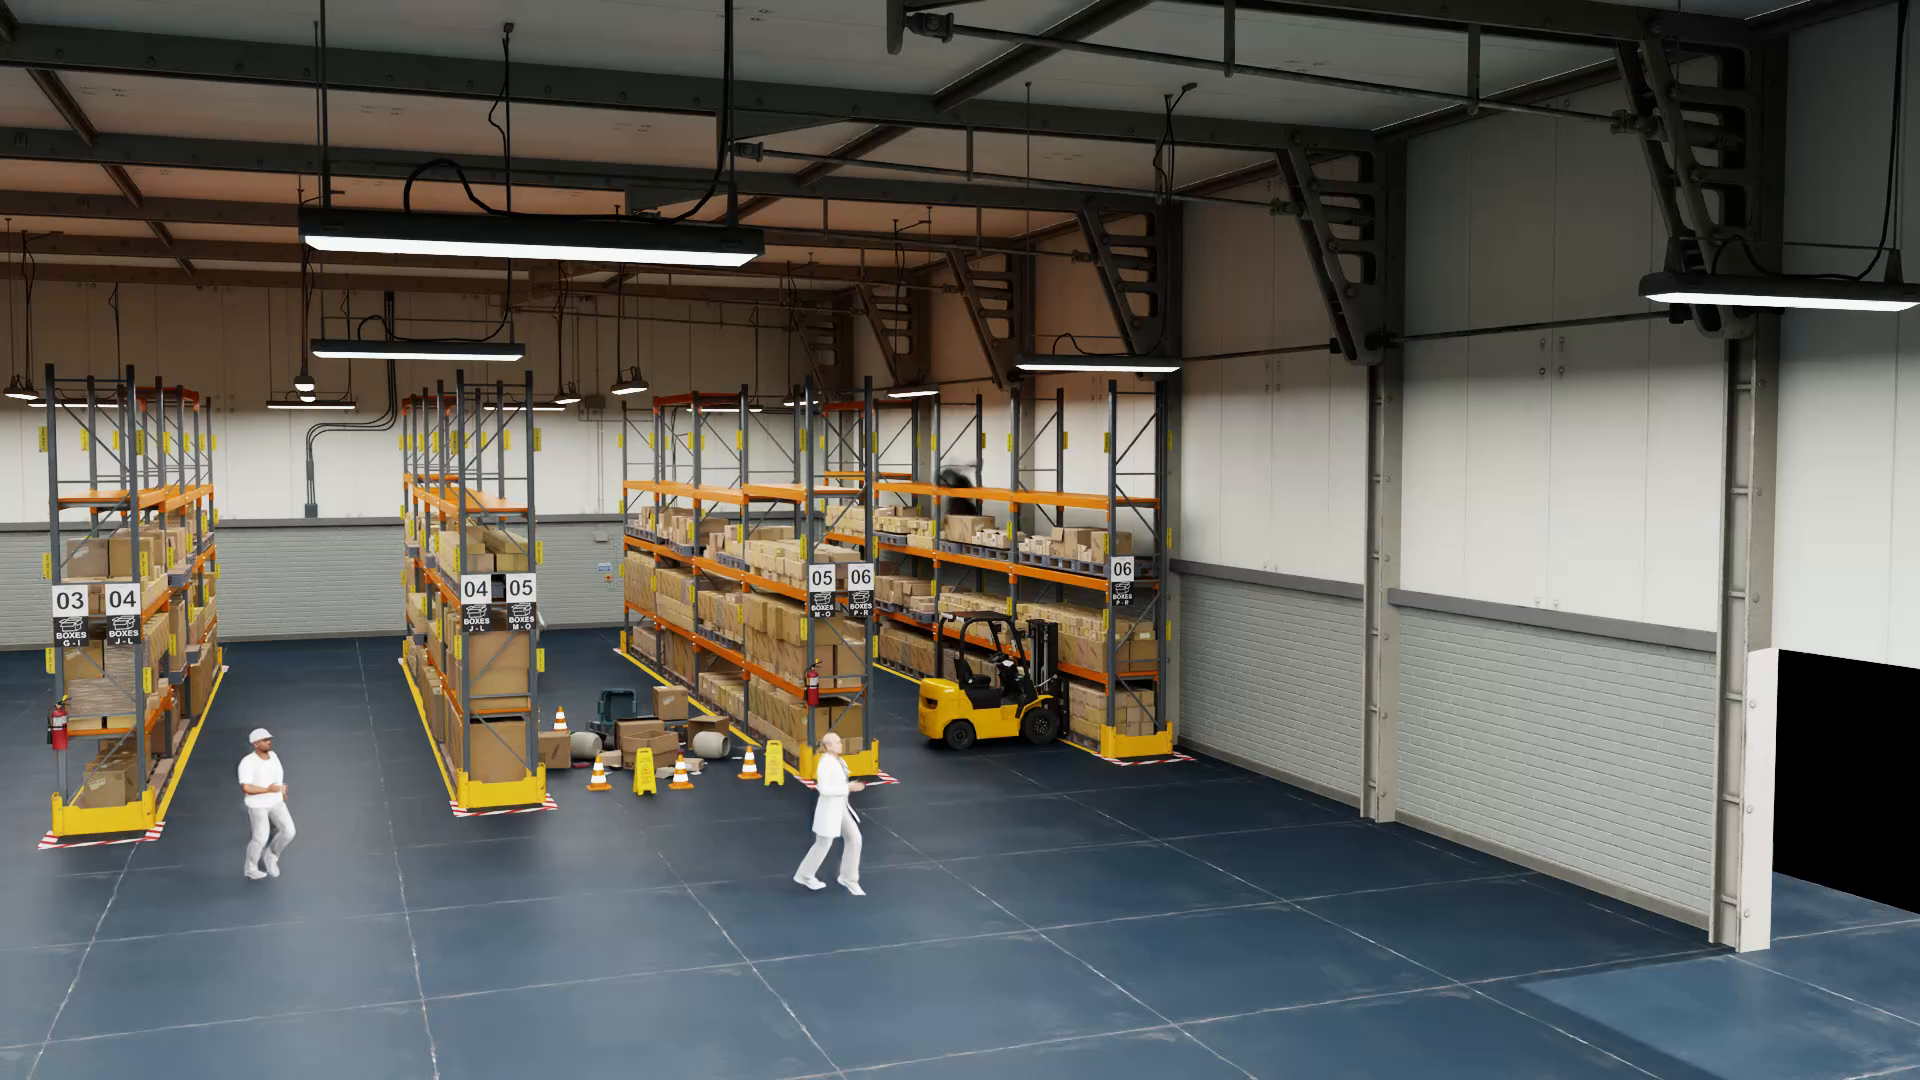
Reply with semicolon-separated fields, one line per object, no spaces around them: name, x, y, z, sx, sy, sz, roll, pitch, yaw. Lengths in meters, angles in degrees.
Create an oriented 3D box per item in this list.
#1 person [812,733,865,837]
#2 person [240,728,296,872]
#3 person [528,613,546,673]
person;-1.356;2.690;18.326;0.709;1.136;0.683;1;4;20
person;-7.888;2.969;18.947;0.666;1.658;0.677;1;4;24
person;-9.223;2.236;35.870;0.546;1.338;0.730;-1;4;-20
